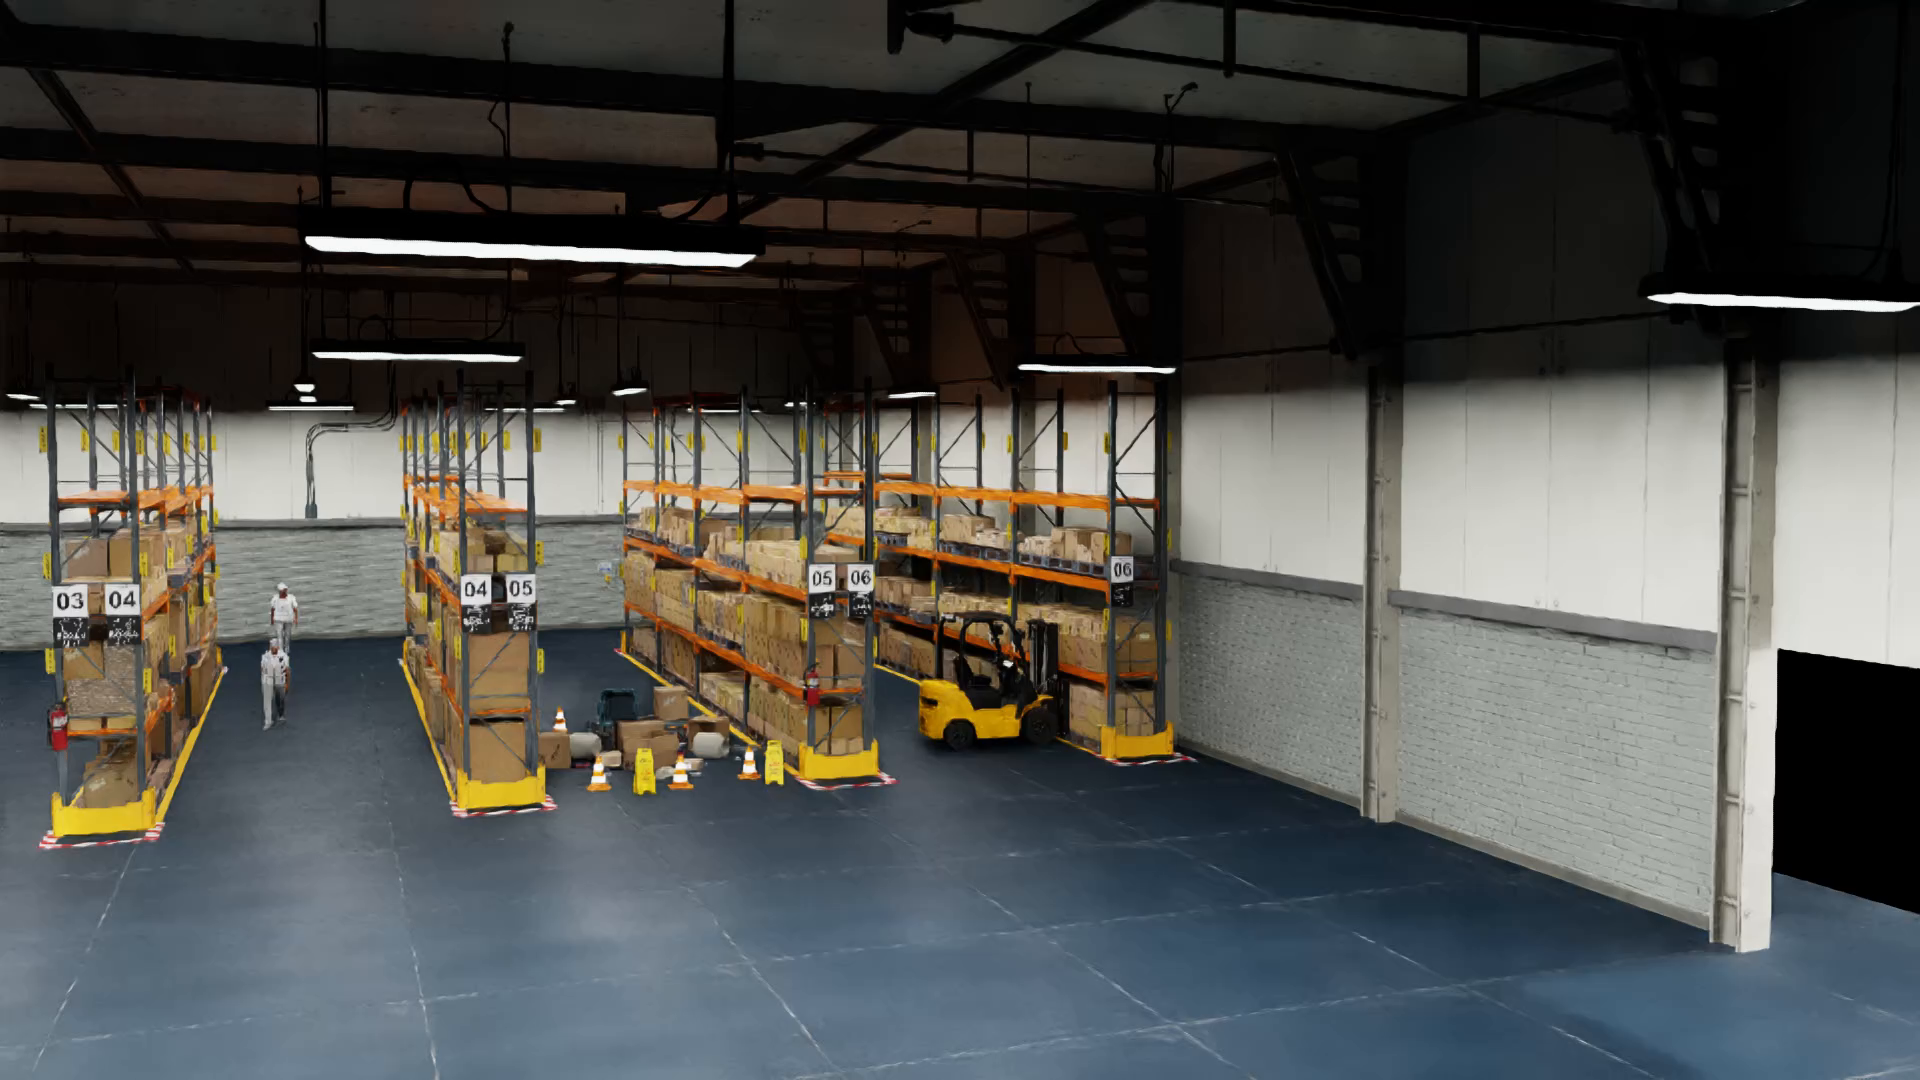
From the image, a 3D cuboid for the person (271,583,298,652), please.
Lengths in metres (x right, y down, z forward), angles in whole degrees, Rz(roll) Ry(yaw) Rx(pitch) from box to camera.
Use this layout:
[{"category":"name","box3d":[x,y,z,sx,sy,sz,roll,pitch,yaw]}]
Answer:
[{"category":"person","box3d":[-15.932,1.855,39.228,0.591,1.716,1.042,-1,4,-22]}]

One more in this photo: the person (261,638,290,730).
[{"category":"person","box3d":[-12.010,2.491,29.188,0.481,1.583,1.093,-1,4,-23]}]
